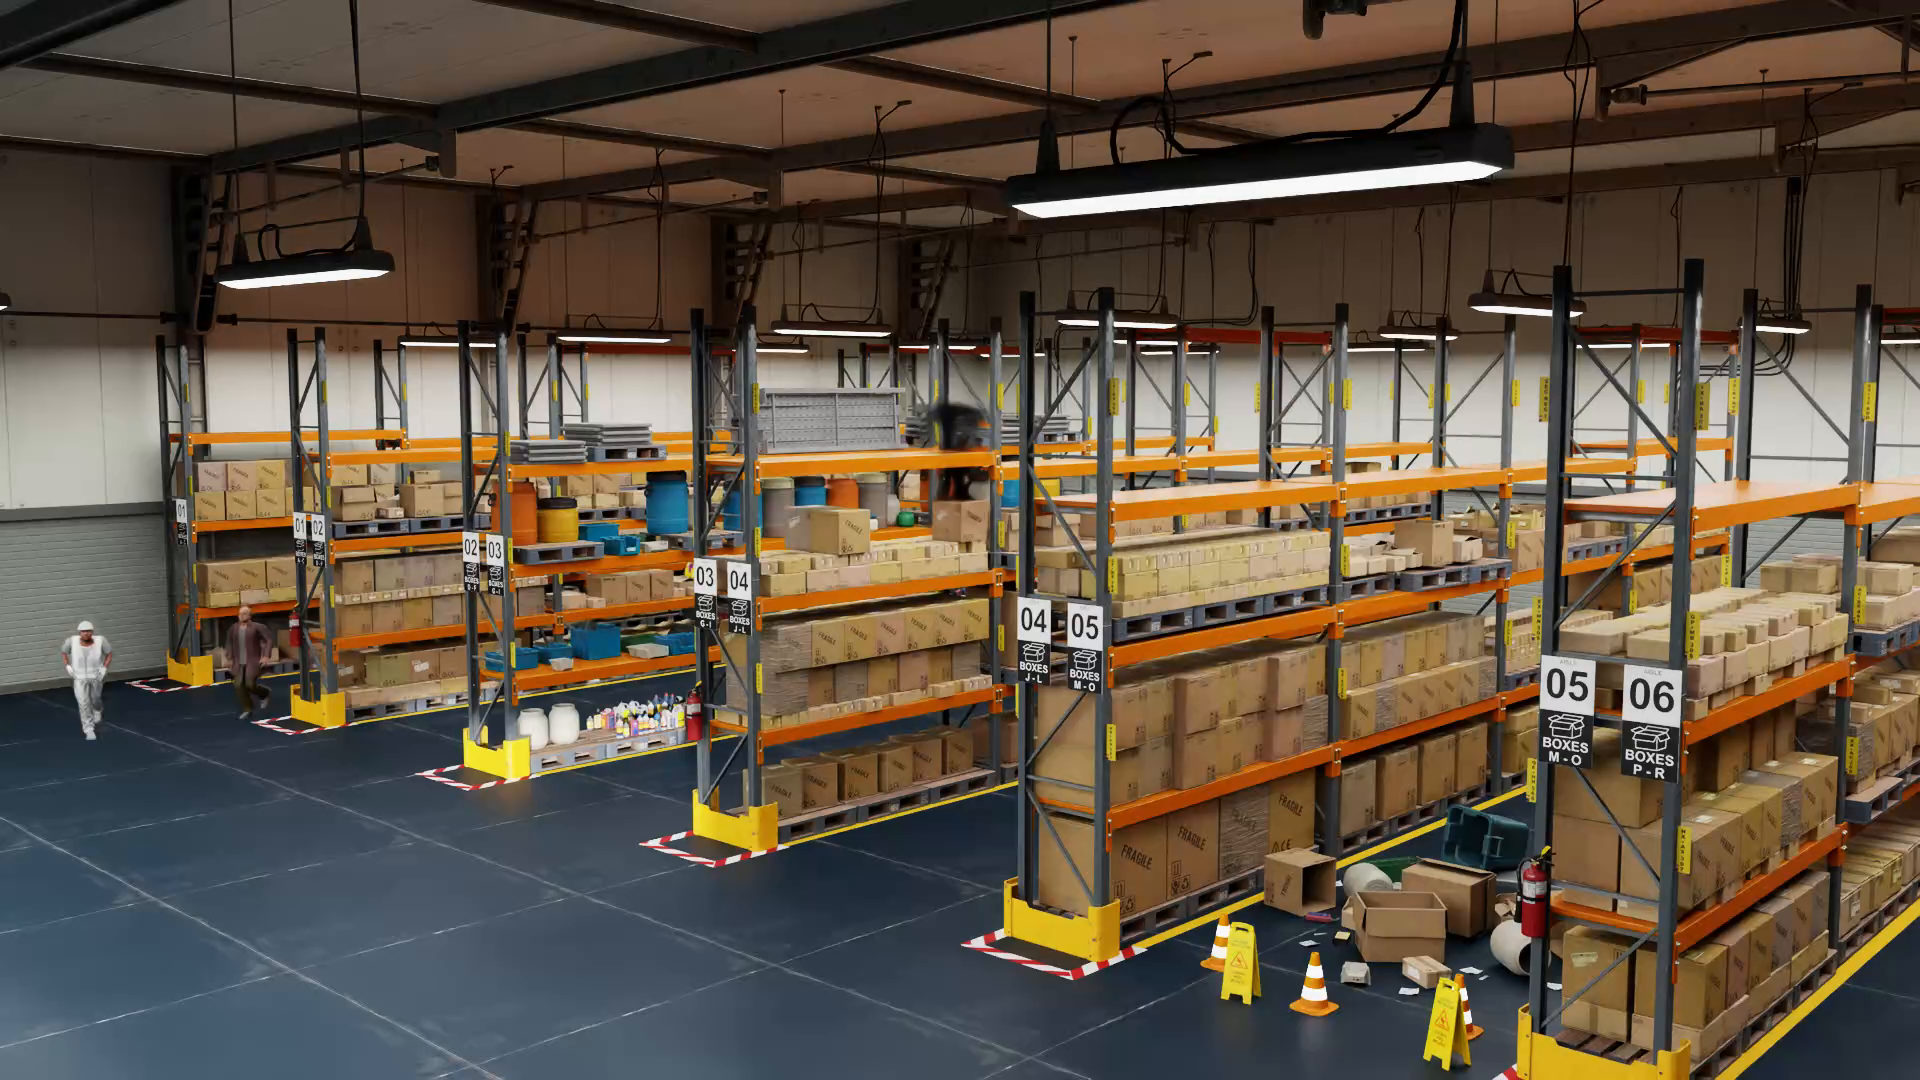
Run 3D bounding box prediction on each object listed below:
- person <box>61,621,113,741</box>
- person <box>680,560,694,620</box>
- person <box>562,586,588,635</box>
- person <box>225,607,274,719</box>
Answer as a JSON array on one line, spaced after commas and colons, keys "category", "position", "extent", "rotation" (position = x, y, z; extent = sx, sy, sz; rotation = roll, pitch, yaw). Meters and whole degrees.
[{"category": "person", "position": [-12.811, 2.011, 24.442], "extent": [0.668, 1.731, 1.045], "rotation": [-2, 6, -21]}, {"category": "person", "position": [-5.504, 1.068, 34.308], "extent": [0.684, 1.789, 0.718], "rotation": [3, 6, 28]}, {"category": "person", "position": [-7.130, 1.558, 30.611], "extent": [0.647, 1.491, 0.751], "rotation": [3, 6, 28]}, {"category": "person", "position": [-11.009, 1.882, 25.810], "extent": [0.741, 1.739, 0.672], "rotation": [0, 5, 5]}]
